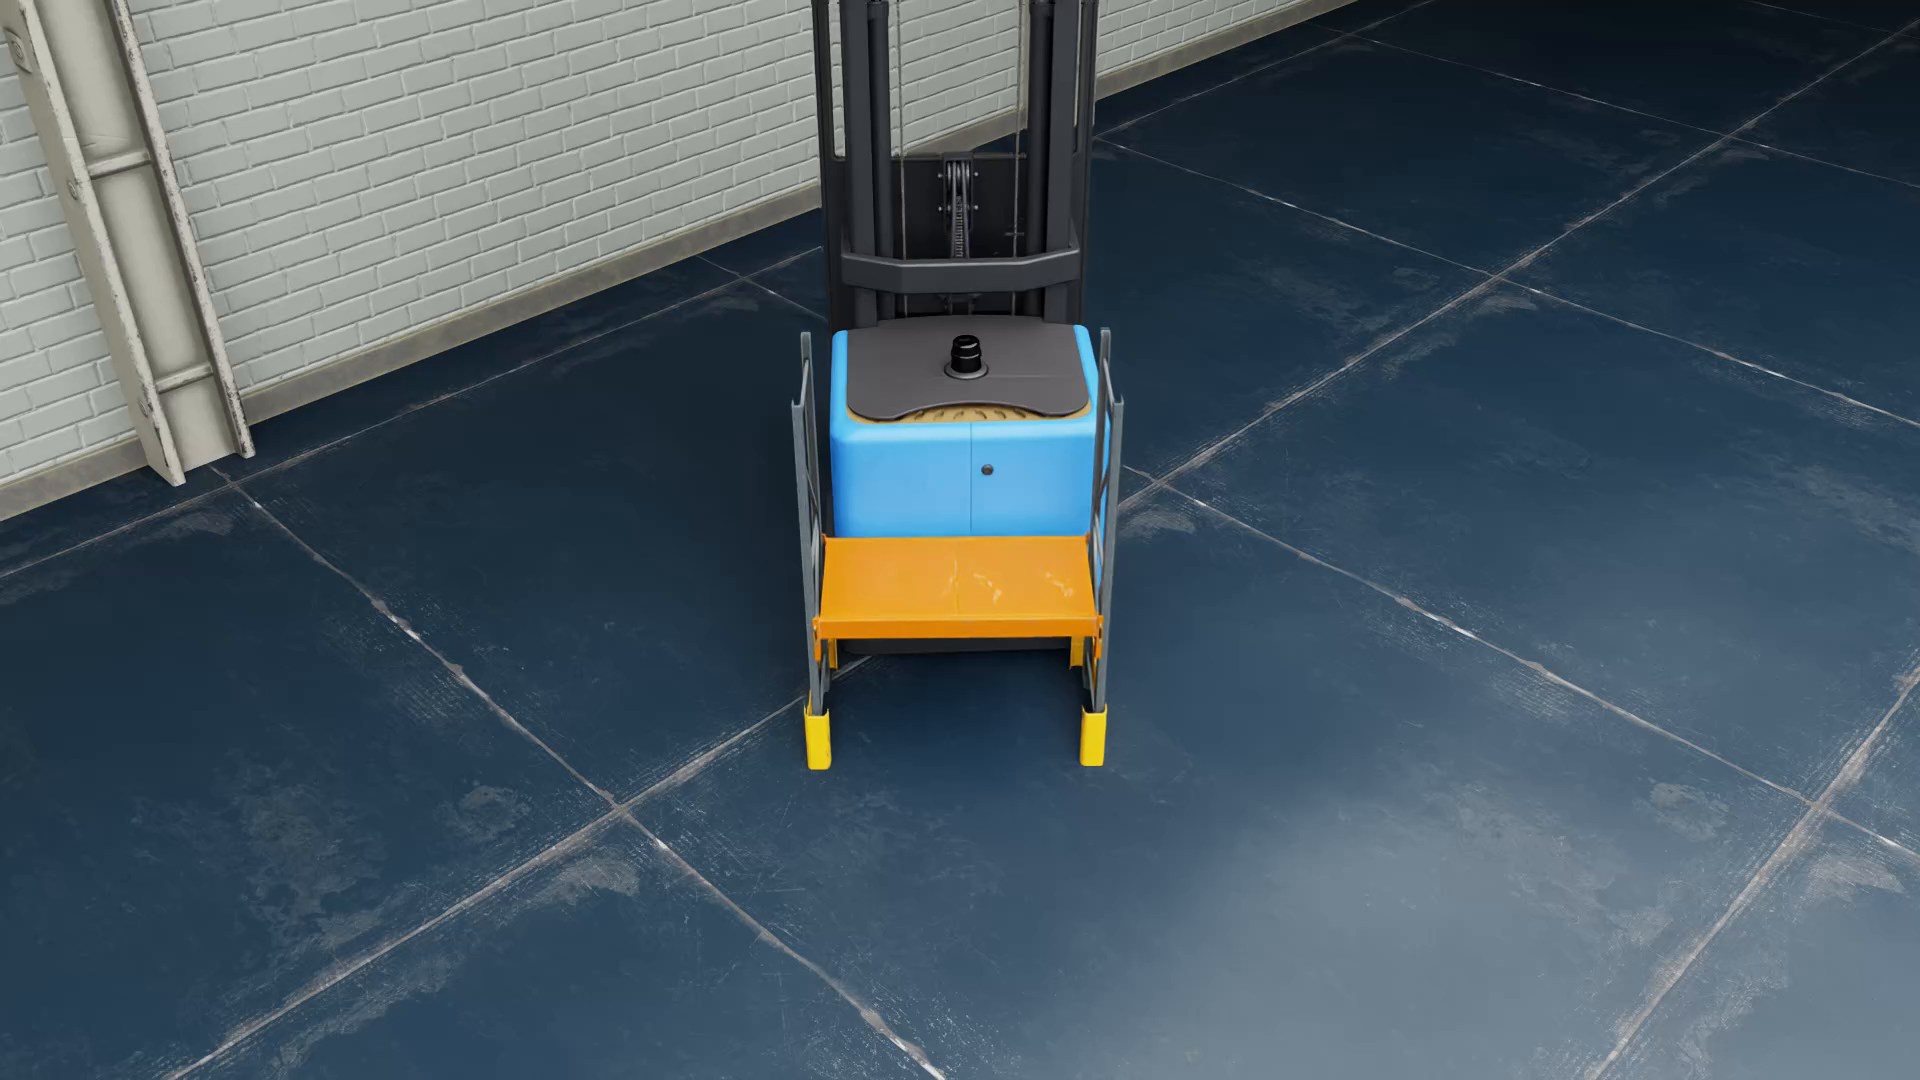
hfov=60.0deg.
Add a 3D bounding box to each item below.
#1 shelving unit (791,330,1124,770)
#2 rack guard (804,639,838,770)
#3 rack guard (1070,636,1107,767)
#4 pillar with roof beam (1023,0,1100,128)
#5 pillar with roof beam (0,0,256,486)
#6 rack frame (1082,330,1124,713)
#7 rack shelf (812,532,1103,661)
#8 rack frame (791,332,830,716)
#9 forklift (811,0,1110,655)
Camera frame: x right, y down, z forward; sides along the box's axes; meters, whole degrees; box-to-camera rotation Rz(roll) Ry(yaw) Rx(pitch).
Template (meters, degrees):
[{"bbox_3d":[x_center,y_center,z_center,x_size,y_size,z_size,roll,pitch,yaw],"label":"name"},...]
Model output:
[{"bbox_3d":[-0.020,0.049,5.869,1.083,1.500,0.587,-1,35,-1],"label":"shelving unit"},{"bbox_3d":[-0.518,0.565,6.220,0.087,0.250,0.587,-1,35,-1],"label":"rack guard"},{"bbox_3d":[0.478,0.557,6.233,0.087,0.250,0.587,-1,35,-1],"label":"rack guard"},{"bbox_3d":[3.723,-4.777,6.233,9.100,9.000,0.400,30,45,35],"label":"pillar with roof beam"},{"bbox_3d":[-0.505,-2.341,2.740,9.100,9.000,0.400,30,45,35],"label":"pillar with roof beam"},{"bbox_3d":[0.498,0.044,5.875,0.032,1.500,0.500,-1,35,-1],"label":"rack frame"},{"bbox_3d":[-0.011,0.196,5.972,1.000,0.185,0.538,-1,35,-1],"label":"rack shelf"},{"bbox_3d":[-0.519,0.053,5.863,0.032,1.500,0.500,-1,35,-1],"label":"rack frame"},{"bbox_3d":[-0.032,-1.572,6.942,1.130,2.935,3.031,-2,35,-2],"label":"forklift"}]
